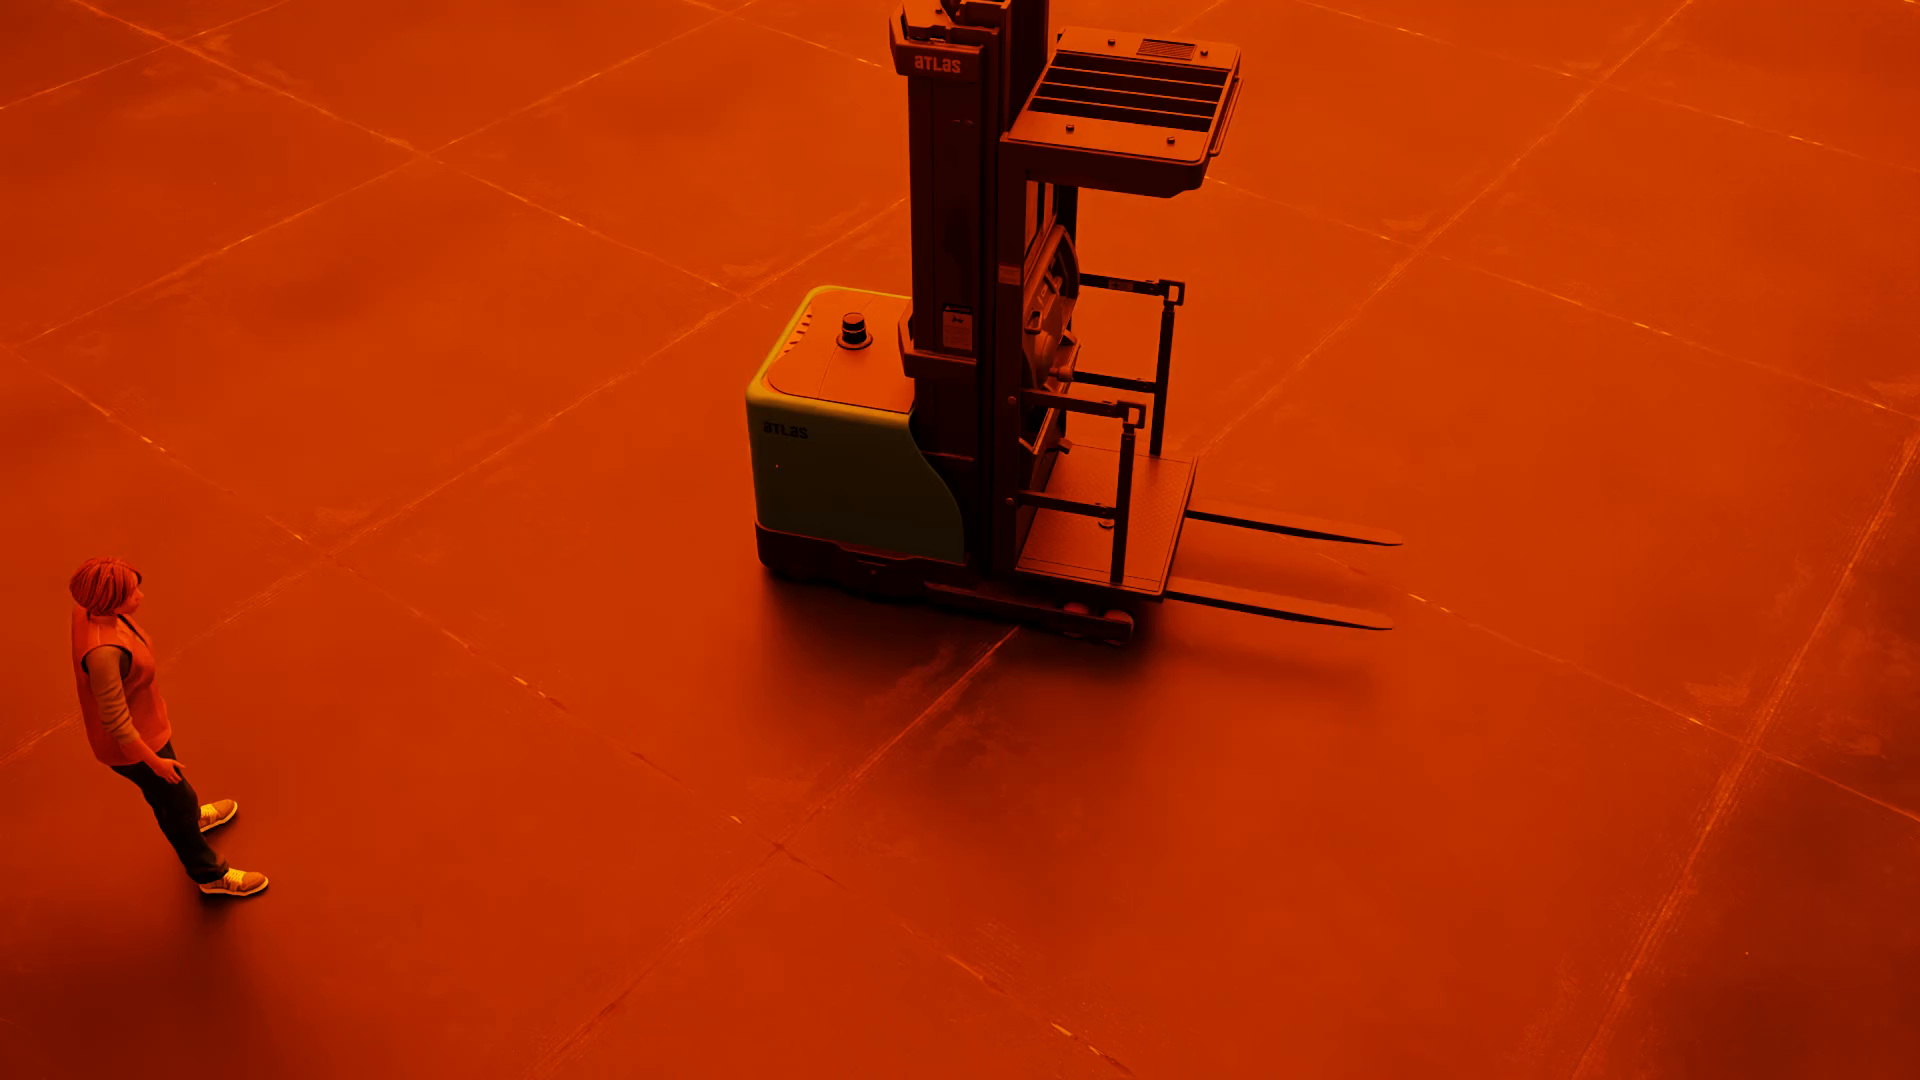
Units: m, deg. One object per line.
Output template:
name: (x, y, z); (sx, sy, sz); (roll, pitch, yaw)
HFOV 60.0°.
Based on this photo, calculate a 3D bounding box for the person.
person: (-3.064, 0.709, 6.274); (0.391, 1.603, 0.549); (-19, 44, -21)

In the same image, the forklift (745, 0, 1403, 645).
forklift: (0.587, -1.011, 7.260); (3.031, 2.935, 1.130); (10, 41, 12)
